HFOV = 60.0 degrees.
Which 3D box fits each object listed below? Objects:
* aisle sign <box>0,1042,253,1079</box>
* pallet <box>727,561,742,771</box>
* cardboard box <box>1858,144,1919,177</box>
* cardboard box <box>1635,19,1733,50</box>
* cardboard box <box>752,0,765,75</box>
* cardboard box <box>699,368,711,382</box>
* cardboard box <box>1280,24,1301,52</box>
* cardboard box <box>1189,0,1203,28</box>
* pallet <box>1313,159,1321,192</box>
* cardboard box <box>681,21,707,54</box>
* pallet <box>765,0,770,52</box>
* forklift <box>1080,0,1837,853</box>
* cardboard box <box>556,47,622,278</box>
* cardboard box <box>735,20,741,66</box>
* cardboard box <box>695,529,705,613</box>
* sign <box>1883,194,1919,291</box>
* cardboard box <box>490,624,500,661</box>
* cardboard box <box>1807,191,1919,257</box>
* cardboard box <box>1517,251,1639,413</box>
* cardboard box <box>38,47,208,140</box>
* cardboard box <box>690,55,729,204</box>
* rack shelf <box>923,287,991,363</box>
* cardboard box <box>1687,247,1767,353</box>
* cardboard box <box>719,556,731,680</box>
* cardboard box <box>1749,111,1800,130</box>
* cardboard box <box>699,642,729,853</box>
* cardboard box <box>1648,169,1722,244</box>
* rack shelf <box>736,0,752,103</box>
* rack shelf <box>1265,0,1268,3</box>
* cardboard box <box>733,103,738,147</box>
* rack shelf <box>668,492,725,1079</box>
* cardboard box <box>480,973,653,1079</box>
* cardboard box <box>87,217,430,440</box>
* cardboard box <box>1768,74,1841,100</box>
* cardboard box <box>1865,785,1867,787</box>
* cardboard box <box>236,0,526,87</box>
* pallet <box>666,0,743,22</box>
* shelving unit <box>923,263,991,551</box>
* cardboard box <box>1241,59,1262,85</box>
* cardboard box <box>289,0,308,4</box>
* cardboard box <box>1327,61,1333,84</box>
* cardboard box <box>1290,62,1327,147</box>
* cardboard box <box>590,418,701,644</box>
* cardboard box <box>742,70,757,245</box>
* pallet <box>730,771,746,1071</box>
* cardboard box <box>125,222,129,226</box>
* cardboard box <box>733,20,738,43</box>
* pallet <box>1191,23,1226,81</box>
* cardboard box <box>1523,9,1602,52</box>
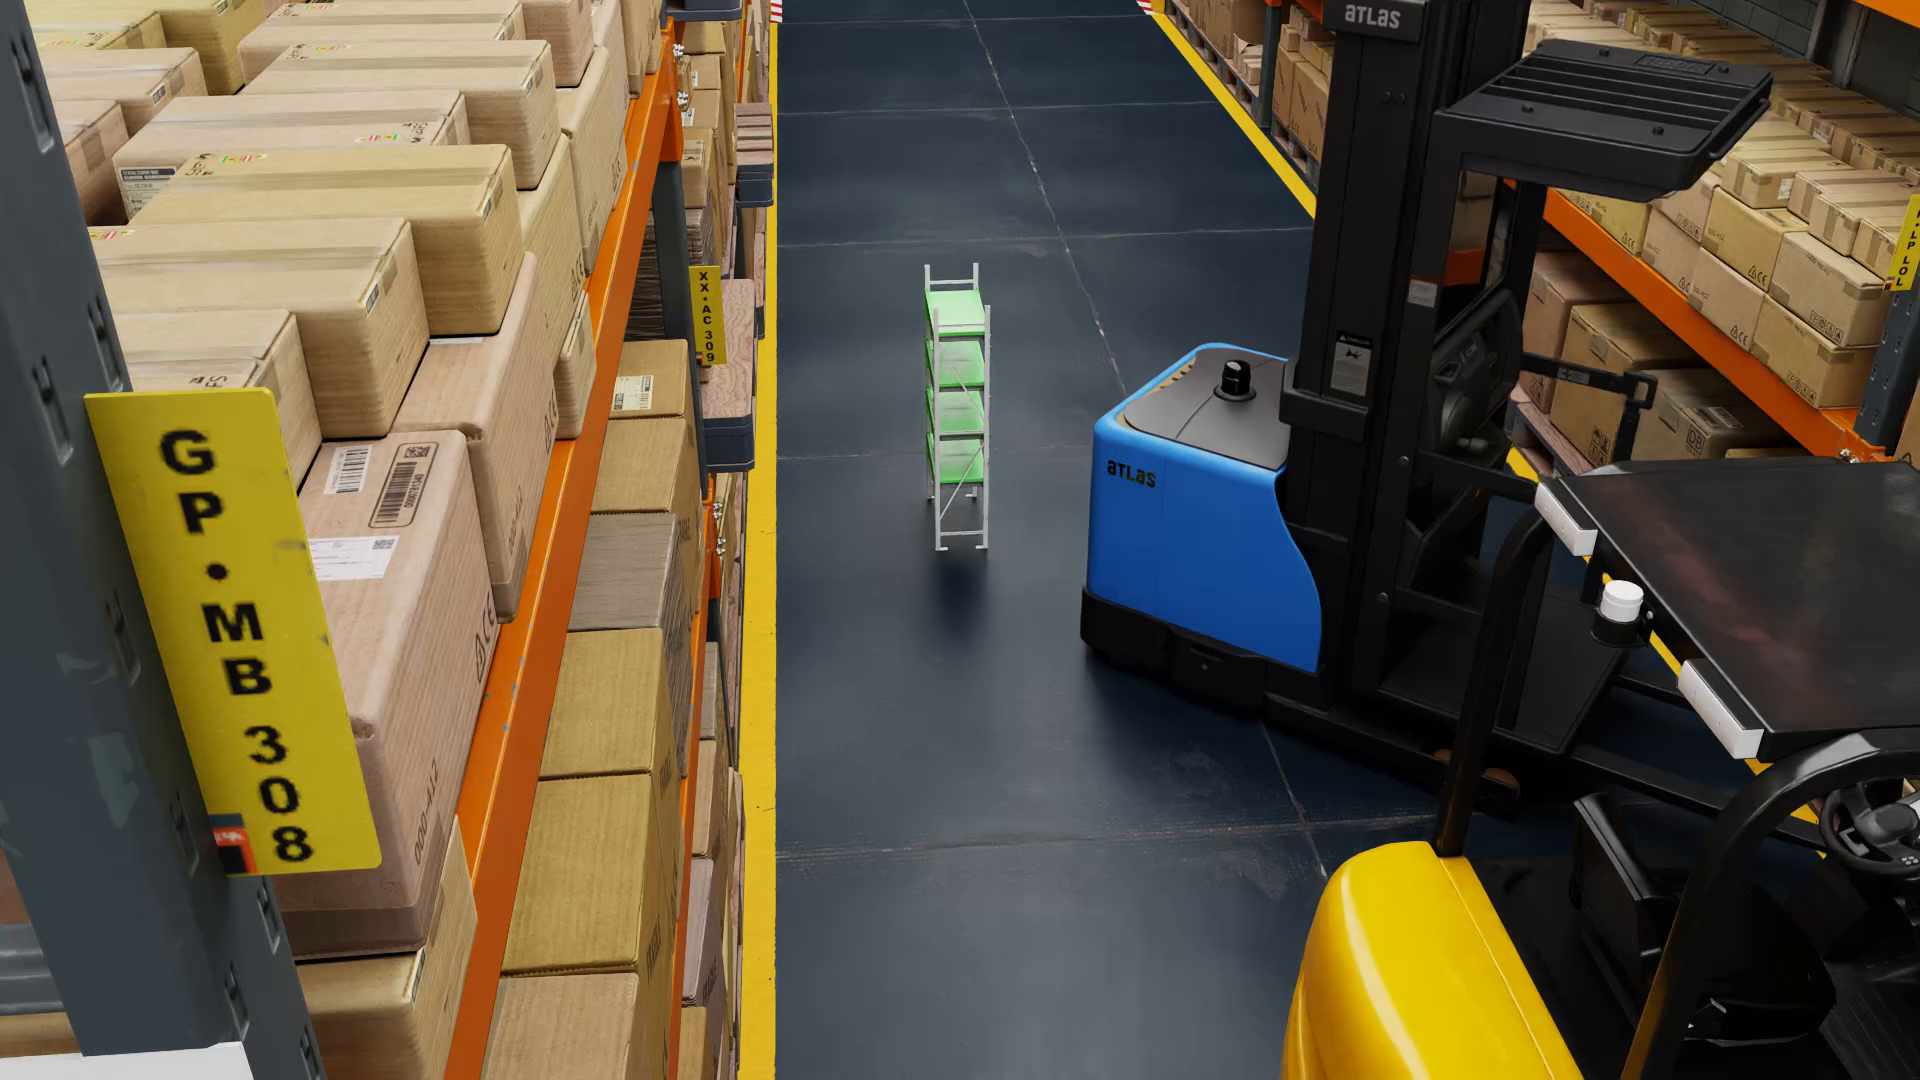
[{"bbox_3d":[-0.633,0.653,1.196,0.394,0.787,0.004,-3,31,-5],"label":"aisle sign"},{"bbox_3d":[-1.395,0.510,6.690,1.003,0.211,1.213,-3,31,-5],"label":"pallet"},{"bbox_3d":[3.762,-1.437,6.500,0.380,0.149,0.250,-3,31,-5],"label":"cardboard box"},{"bbox_3d":[3.578,-2.473,8.235,0.380,0.149,0.250,-3,31,-5],"label":"cardboard box"},{"bbox_3d":[-2.104,-4.237,14.007,0.875,0.438,0.875,-4,31,-6],"label":"cardboard box"},{"bbox_3d":[-1.058,-0.659,5.764,0.380,0.149,0.250,-2,31,-4],"label":"cardboard box"},{"bbox_3d":[2.642,-3.803,12.588,0.380,0.149,0.250,-1,31,-2],"label":"cardboard box"},{"bbox_3d":[2.503,-5.008,15.237,0.700,0.500,0.500,-2,31,-3],"label":"cardboard box"},{"bbox_3d":[3.104,-2.379,11.527,1.003,0.211,1.213,-3,31,-5],"label":"pallet"},{"bbox_3d":[-1.261,-2.139,6.977,0.380,0.149,0.250,-4,31,-7],"label":"cardboard box"},{"bbox_3d":[-2.290,-4.814,15.604,1.003,0.211,1.213,-3,31,-5],"label":"pallet"},{"bbox_3d":[2.007,-0.568,5.843,3.031,2.935,1.130,19,36,29],"label":"forklift"},{"bbox_3d":[-0.868,-0.650,2.845,0.500,0.250,0.500,-2,31,-4],"label":"cardboard box"},{"bbox_3d":[-1.599,-3.059,10.092,0.500,0.250,0.500,-2,31,-3],"label":"cardboard box"},{"bbox_3d":[-0.957,0.095,4.911,0.380,0.149,0.250,-2,31,-3],"label":"cardboard box"},{"bbox_3d":[3.081,-0.961,5.382,0.100,0.325,0.005,-3,31,-5],"label":"sign"},{"bbox_3d":[-0.759,0.121,1.942,0.380,0.149,0.250,-2,31,-3],"label":"cardboard box"},{"bbox_3d":[3.326,-1.145,6.012,0.380,0.149,0.250,-3,31,-5],"label":"cardboard box"},{"bbox_3d":[3.360,-1.080,8.539,0.875,0.625,0.625,-2,31,-3],"label":"cardboard box"},{"bbox_3d":[-1.287,-0.583,2.343,0.380,0.149,0.250,-4,31,-6],"label":"cardboard box"},{"bbox_3d":[-1.218,-1.664,6.814,0.500,0.500,0.500,-4,31,-7],"label":"cardboard box"},{"bbox_3d":[-0.016,-0.957,7.370,0.258,0.148,0.480,-3,31,-5],"label":"rack shelf"},{"bbox_3d":[3.261,-0.966,6.588,0.500,0.250,0.500,-3,31,-5],"label":"cardboard box"},{"bbox_3d":[-1.372,0.391,6.324,0.950,0.372,0.625,-2,31,-4],"label":"cardboard box"},{"bbox_3d":[3.219,-1.665,6.883,0.380,0.149,0.250,-2,31,-4],"label":"cardboard box"},{"bbox_3d":[-0.999,0.678,5.230,0.500,0.500,0.500,-3,31,-5],"label":"cardboard box"},{"bbox_3d":[3.223,-1.441,6.897,0.500,0.250,0.500,-2,31,-4],"label":"cardboard box"},{"bbox_3d":[-1.882,-3.044,10.623,1.077,0.370,4.000,-3,31,-5],"label":"rack shelf"},{"bbox_3d":[2.686,-5.326,14.443,1.077,0.370,4.000,-3,31,-5],"label":"rack shelf"},{"bbox_3d":[-1.265,-1.988,7.989,0.380,0.149,0.250,-3,31,-5],"label":"cardboard box"},{"bbox_3d":[-1.134,1.040,3.784,1.077,0.370,4.000,-3,31,-5],"label":"rack shelf"},{"bbox_3d":[-0.767,1.063,2.658,0.500,0.500,0.500,-2,31,-3],"label":"cardboard box"},{"bbox_3d":[-0.779,-0.219,1.734,0.380,0.149,0.250,-3,31,-5],"label":"cardboard box"},{"bbox_3d":[3.641,-1.954,7.365,0.380,0.149,0.250,-2,31,-3],"label":"cardboard box"},{"bbox_3d":[3.336,0.734,5.868,0.500,0.250,0.500,-2,31,-4],"label":"cardboard box"},{"bbox_3d":[-0.888,-0.739,2.605,0.380,0.149,0.250,-2,31,-4],"label":"cardboard box"},{"bbox_3d":[-1.273,-1.817,5.125,1.213,0.211,1.003,-3,31,-5],"label":"pallet"},{"bbox_3d":[-0.015,-0.600,7.584,0.258,1.200,0.503,-3,31,-5],"label":"shelving unit"},{"bbox_3d":[2.529,-3.840,13.625,0.380,0.149,0.250,-4,31,-6],"label":"cardboard box"},{"bbox_3d":[-1.476,-1.109,3.224,0.380,0.149,0.250,-4,31,-6],"label":"cardboard box"},{"bbox_3d":[2.805,-3.266,11.689,0.380,0.149,0.250,-3,31,-5],"label":"cardboard box"},{"bbox_3d":[2.754,-3.192,12.196,0.500,0.500,0.500,-3,31,-5],"label":"cardboard box"},{"bbox_3d":[-0.977,0.017,4.408,0.500,0.500,0.500,-2,31,-3],"label":"cardboard box"},{"bbox_3d":[-1.756,-2.412,10.525,0.875,0.875,0.875,-2,31,-4],"label":"cardboard box"},{"bbox_3d":[-1.223,1.249,5.453,1.003,0.211,1.213,-3,31,-5],"label":"pallet"},{"bbox_3d":[-1.362,-0.368,2.372,0.500,0.250,0.500,-2,31,-3],"label":"cardboard box"},{"bbox_3d":[-1.543,-3.016,9.534,0.500,0.250,0.500,-2,31,-3],"label":"cardboard box"},{"bbox_3d":[2.693,-4.391,14.896,1.003,0.211,1.213,-3,31,-5],"label":"pallet"},{"bbox_3d":[3.010,-2.580,8.414,0.380,0.149,0.250,-2,31,-4],"label":"cardboard box"}]
